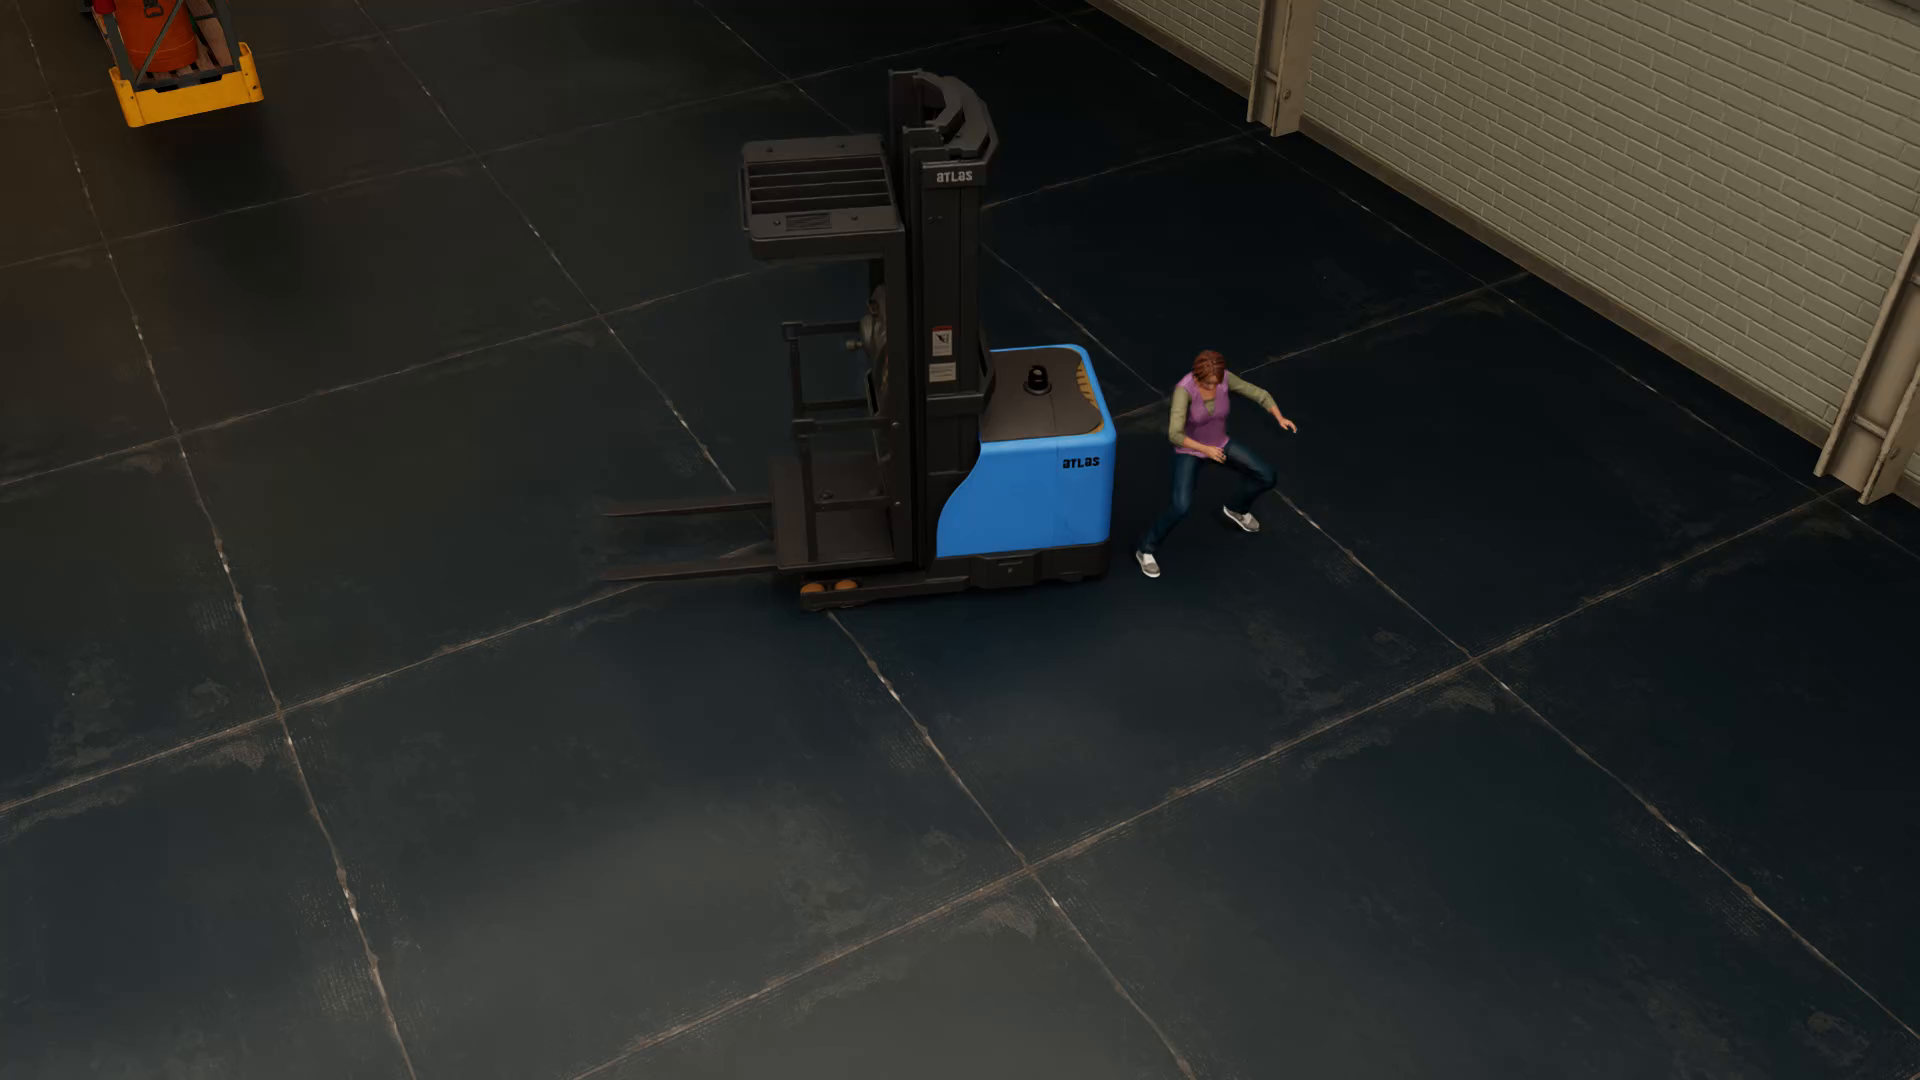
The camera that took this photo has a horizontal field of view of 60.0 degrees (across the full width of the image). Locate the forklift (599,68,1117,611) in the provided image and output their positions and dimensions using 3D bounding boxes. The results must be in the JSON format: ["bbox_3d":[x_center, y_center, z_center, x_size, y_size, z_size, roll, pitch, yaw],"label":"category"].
[{"bbox_3d":[-0.654,-1.070,9.327,3.031,2.935,1.130,-5,40,-6],"label":"forklift"}]

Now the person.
[{"bbox_3d":[1.479,-0.478,9.829,0.854,1.378,0.669,-12,41,-14],"label":"person"}]
